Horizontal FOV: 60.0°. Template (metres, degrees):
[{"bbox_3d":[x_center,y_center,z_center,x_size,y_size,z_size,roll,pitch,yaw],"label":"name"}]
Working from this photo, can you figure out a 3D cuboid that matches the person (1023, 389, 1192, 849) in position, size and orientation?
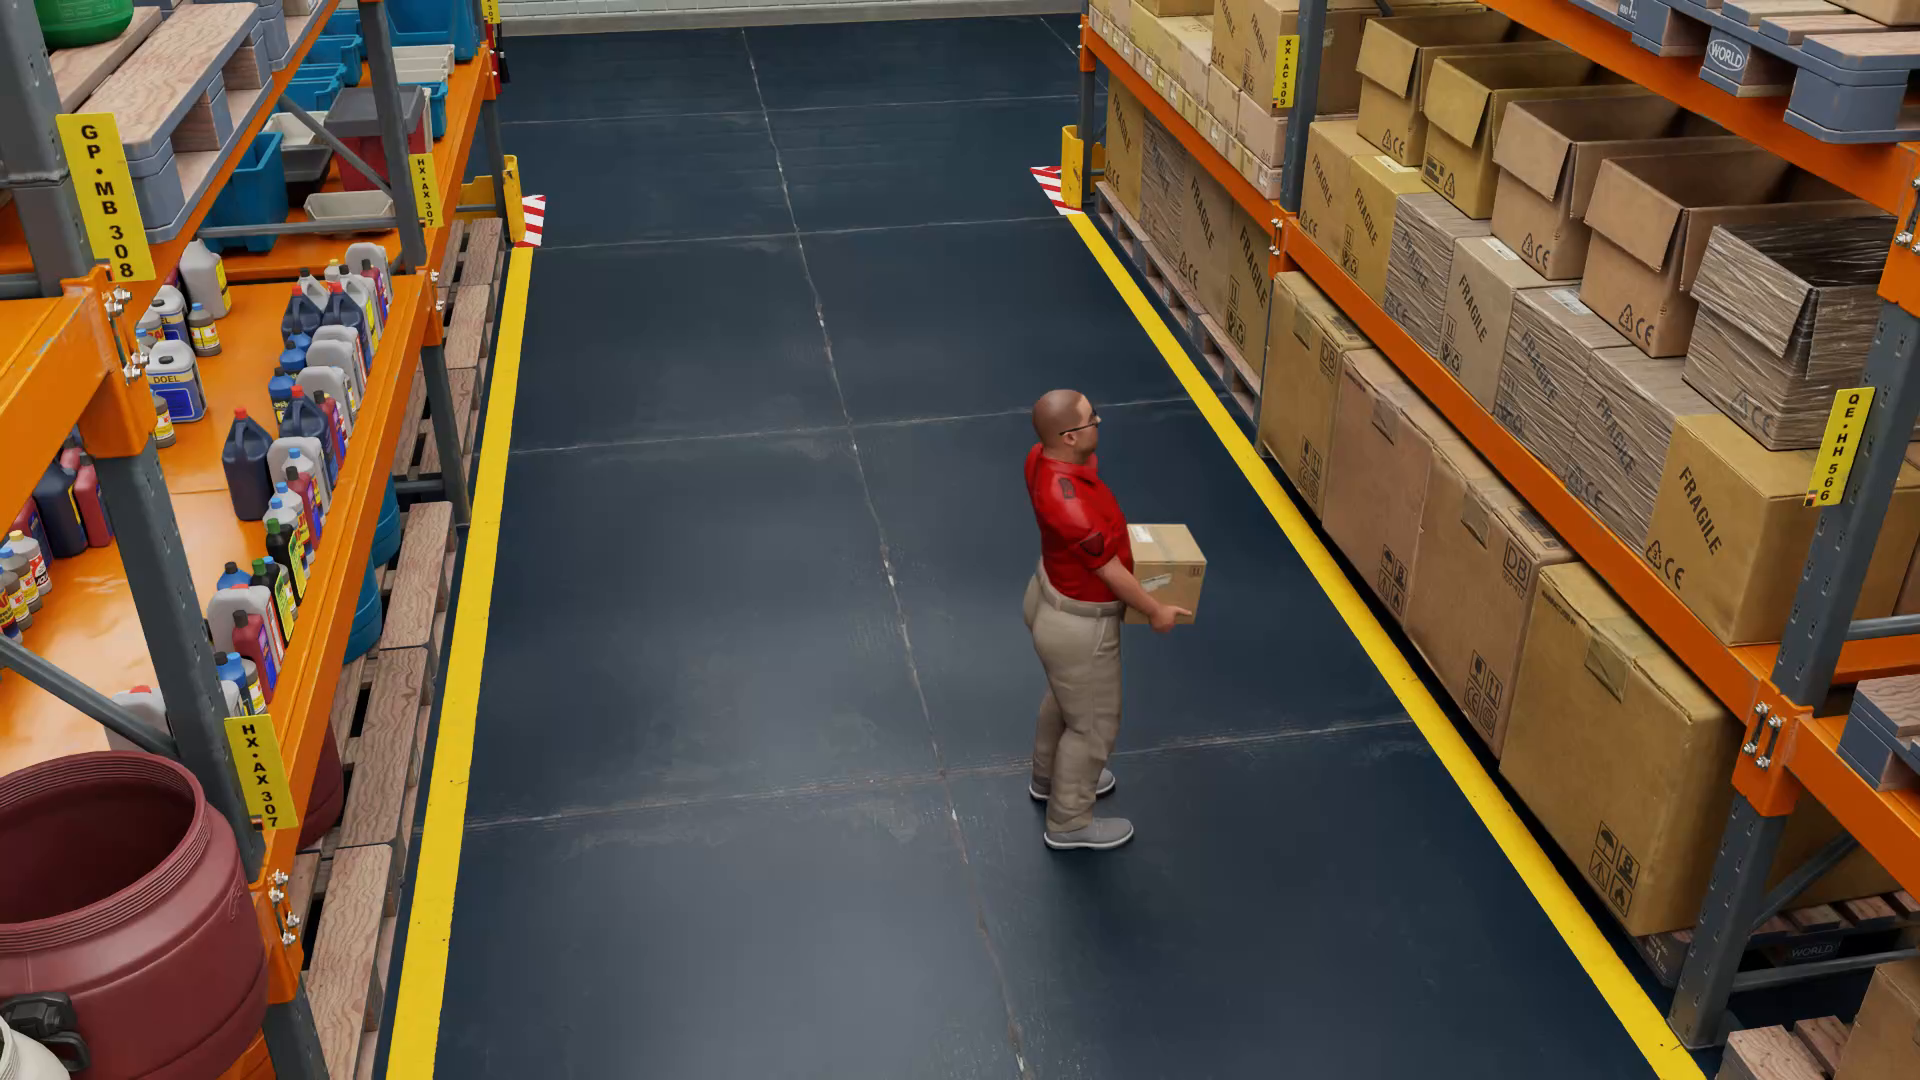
[{"bbox_3d":[0.489,0.257,5.722,0.537,1.712,0.493,-5,31,-9],"label":"person"}]
